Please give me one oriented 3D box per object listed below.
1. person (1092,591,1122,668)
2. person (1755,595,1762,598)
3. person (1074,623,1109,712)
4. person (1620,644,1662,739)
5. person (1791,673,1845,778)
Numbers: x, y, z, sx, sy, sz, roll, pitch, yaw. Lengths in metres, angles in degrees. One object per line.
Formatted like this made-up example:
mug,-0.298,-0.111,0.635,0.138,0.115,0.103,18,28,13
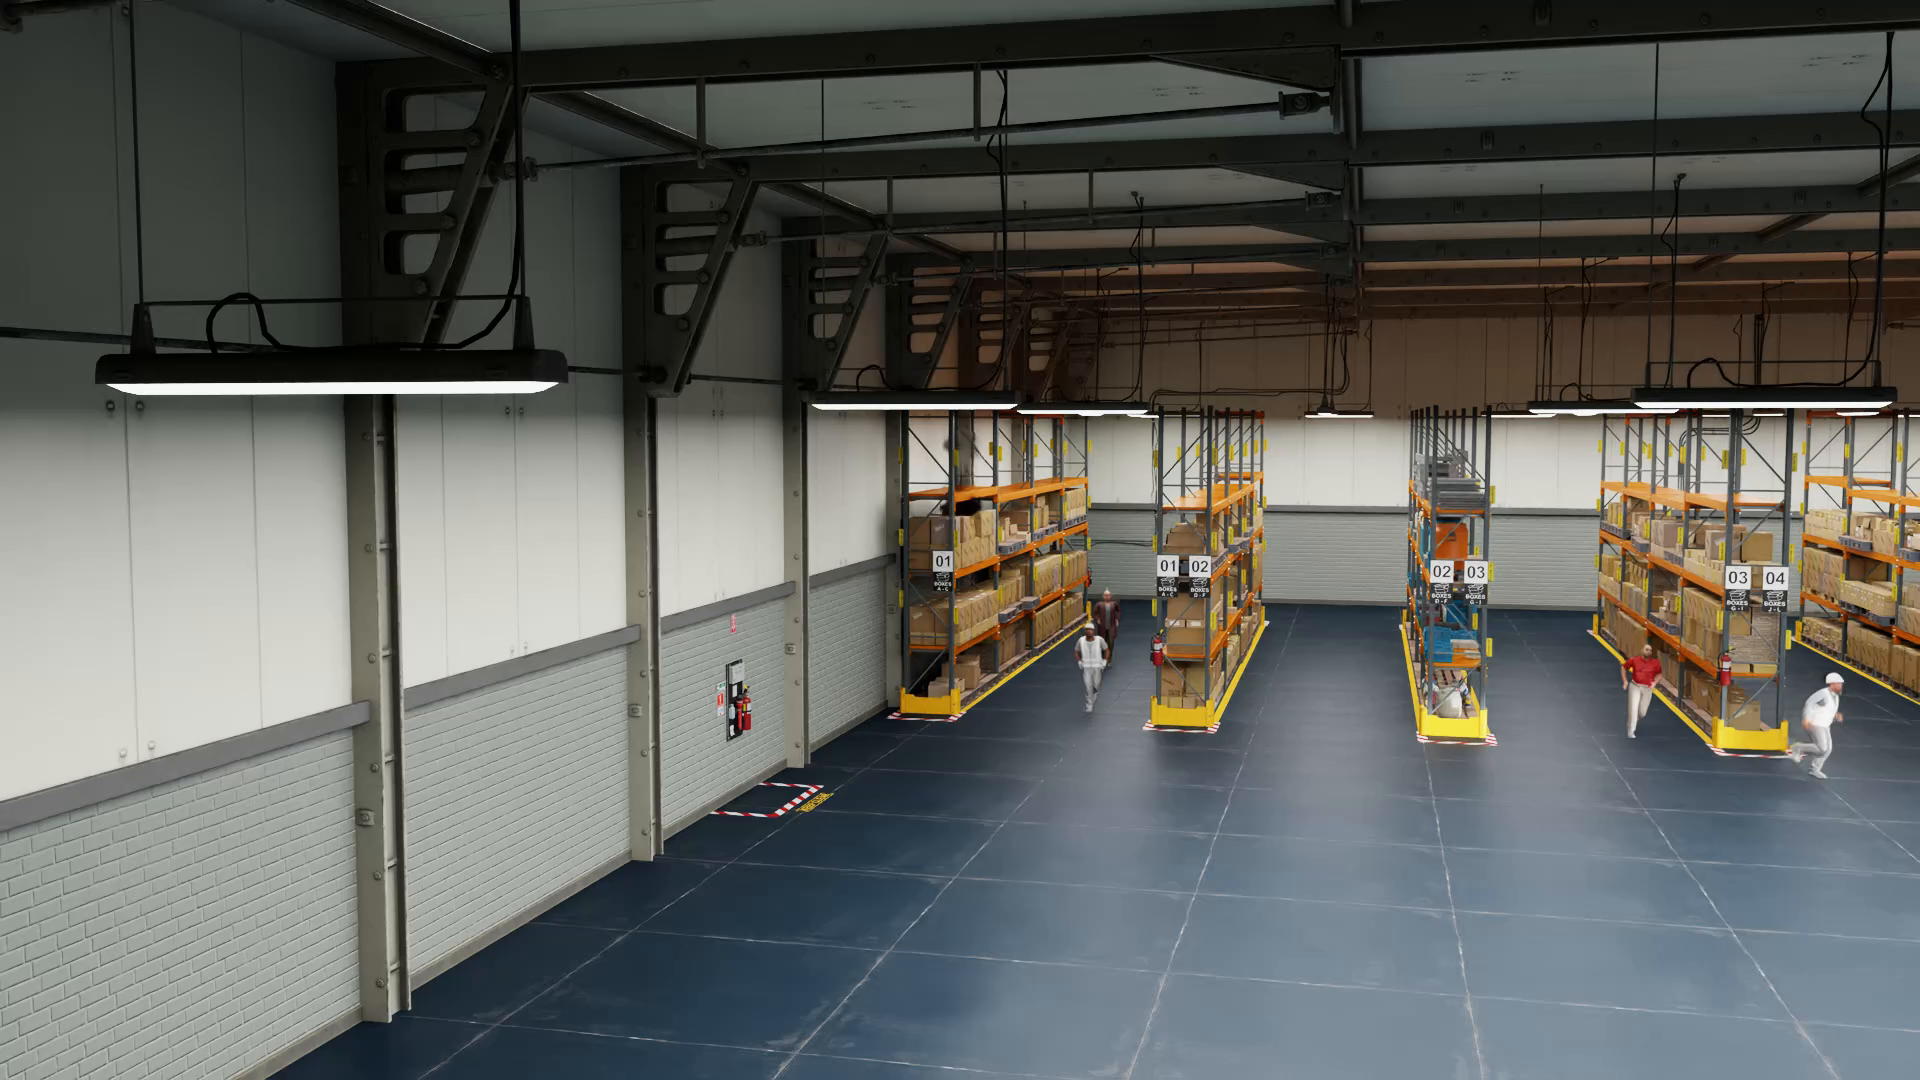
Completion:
person,3.440,2.062,38.905,0.712,1.764,0.918,0,4,-1
person,20.631,1.828,43.598,0.697,1.568,0.560,2,5,31
person,2.597,2.503,32.811,0.685,1.756,0.678,1,4,8
person,12.366,2.722,30.179,0.705,1.686,0.807,1,4,13
person,13.829,2.970,26.794,0.652,1.710,0.784,-4,6,-43
